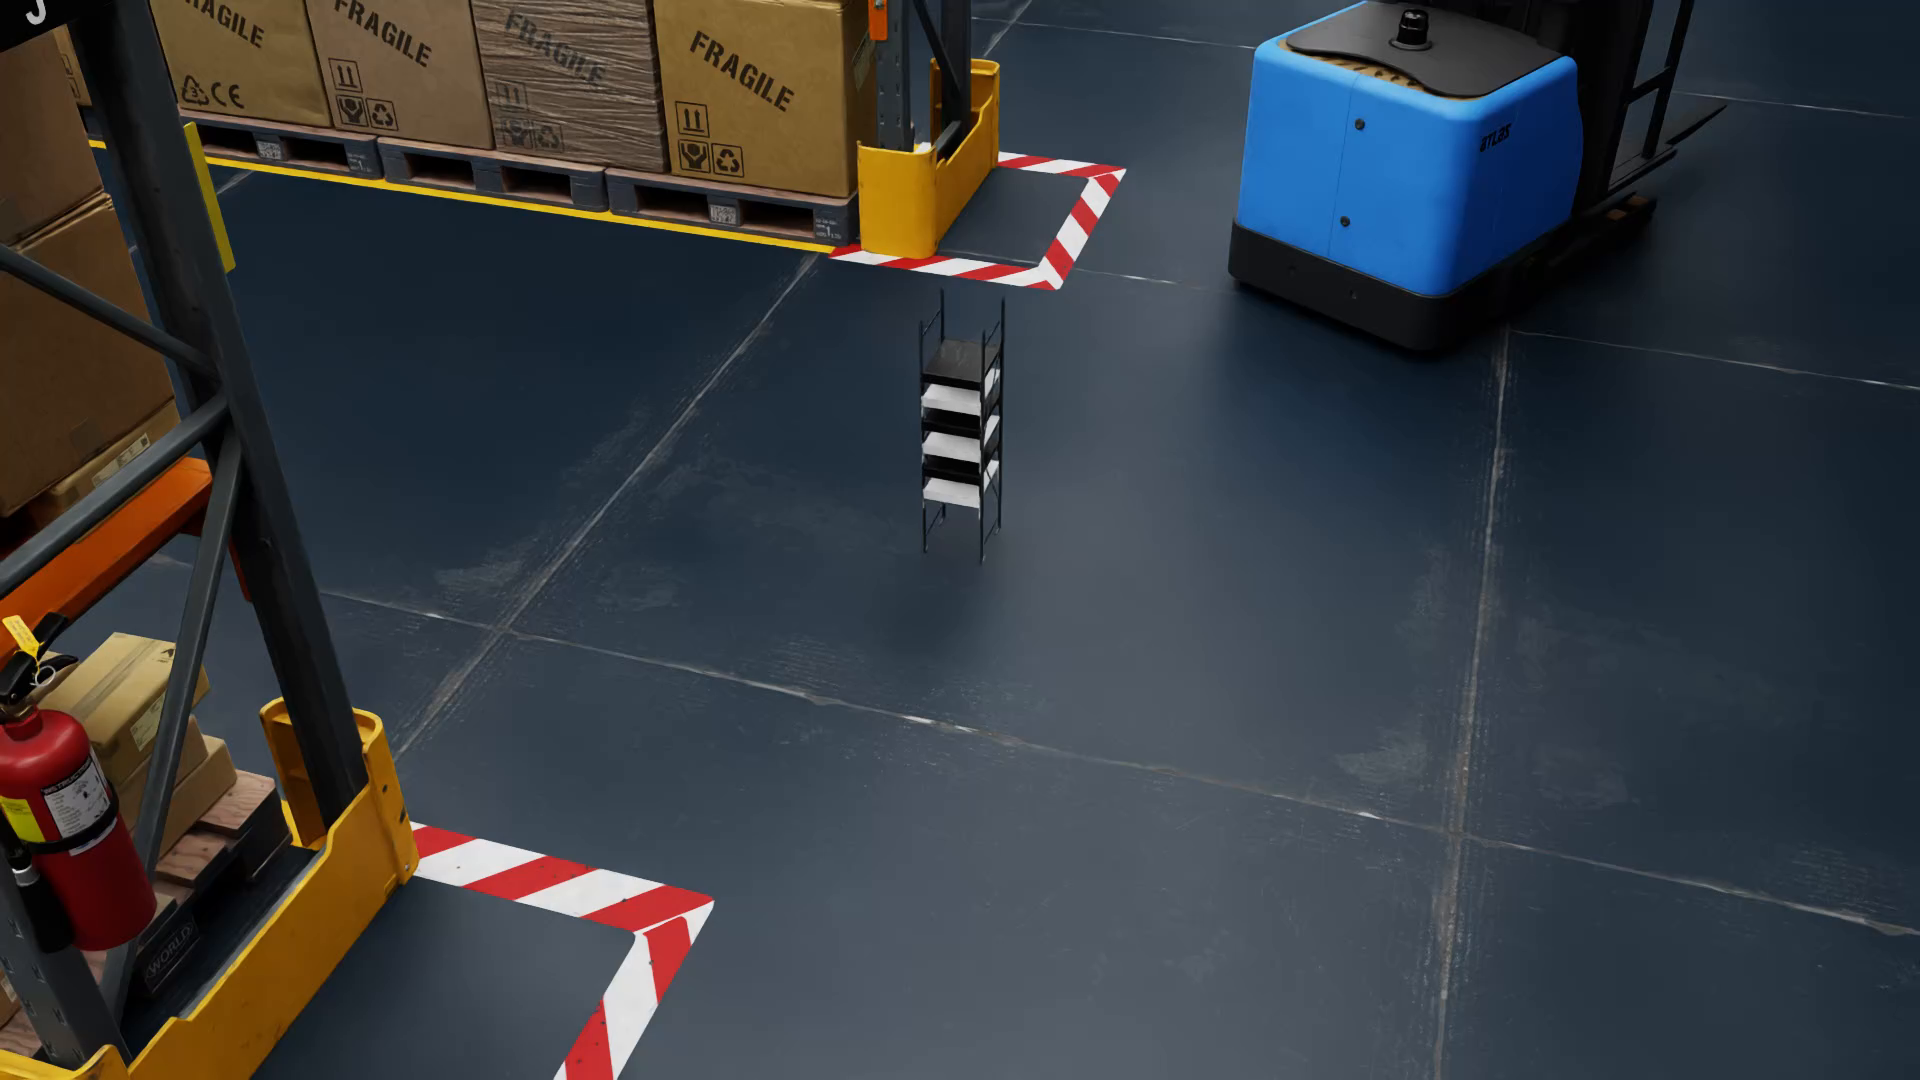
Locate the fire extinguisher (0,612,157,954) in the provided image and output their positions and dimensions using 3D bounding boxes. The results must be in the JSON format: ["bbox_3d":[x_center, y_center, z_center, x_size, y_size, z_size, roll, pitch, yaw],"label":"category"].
[{"bbox_3d":[-1.625,0.454,2.983,0.183,0.674,0.296,10,38,14],"label":"fire extinguisher"}]

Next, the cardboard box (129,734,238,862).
[{"bbox_3d":[-2.133,0.672,4.357,0.250,0.149,0.380,11,38,15],"label":"cardboard box"}]

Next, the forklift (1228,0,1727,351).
[{"bbox_3d":[2.557,-2.708,6.957,1.130,2.935,3.031,30,46,35],"label":"forklift"}]

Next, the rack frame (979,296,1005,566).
[{"bbox_3d":[0.105,-0.343,5.457,0.006,0.900,0.240,10,38,14],"label":"rack frame"}]

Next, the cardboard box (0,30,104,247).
[{"bbox_3d":[-2.078,-0.826,3.163,0.500,0.500,0.500,10,38,14],"label":"cardboard box"}]

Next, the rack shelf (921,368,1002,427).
[{"bbox_3d":[0.008,-0.479,5.394,0.200,0.077,0.258,10,38,14],"label":"rack shelf"}]

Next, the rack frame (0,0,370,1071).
[{"bbox_3d":[-1.728,-0.033,3.265,0.127,3.000,1.000,10,38,14],"label":"rack frame"}]

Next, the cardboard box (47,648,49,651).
[{"bbox_3d":[-2.628,0.323,4.329,0.250,0.149,0.380,10,38,14],"label":"cardboard box"}]

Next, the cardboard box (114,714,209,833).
[{"bbox_3d":[-2.152,0.588,4.220,0.250,0.149,0.380,12,38,16],"label":"cardboard box"}]

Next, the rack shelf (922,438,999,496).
[{"bbox_3d":[0.008,-0.262,5.554,0.200,0.077,0.258,10,38,14],"label":"rack shelf"}]

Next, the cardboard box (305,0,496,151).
[{"bbox_3d":[-2.506,-2.521,8.083,0.875,0.875,0.875,10,38,14],"label":"cardboard box"}]

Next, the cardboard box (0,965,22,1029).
[{"bbox_3d":[-2.293,0.971,3.952,0.250,0.149,0.380,11,38,15],"label":"cardboard box"}]

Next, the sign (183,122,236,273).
[{"bbox_3d":[-1.567,-0.689,3.425,0.005,0.325,0.100,10,38,14],"label":"sign"}]

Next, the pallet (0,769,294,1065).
[{"bbox_3d":[-2.566,0.913,4.332,1.213,0.211,1.003,10,38,14],"label":"pallet"}]

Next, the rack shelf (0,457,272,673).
[{"bbox_3d":[-3.637,-0.097,3.958,4.000,0.370,1.077,10,38,14],"label":"rack shelf"}]

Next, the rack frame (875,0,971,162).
[{"bbox_3d":[-0.153,-2.822,7.054,0.127,3.000,1.000,10,38,14],"label":"rack frame"}]

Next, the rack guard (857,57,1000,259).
[{"bbox_3d":[-0.130,-1.811,7.789,0.348,0.500,1.175,10,38,14],"label":"rack guard"}]

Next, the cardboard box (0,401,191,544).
[{"bbox_3d":[-1.940,-0.175,3.669,0.250,0.149,0.380,10,38,14],"label":"cardboard box"}]

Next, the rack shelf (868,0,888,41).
[{"bbox_3d":[-2.062,-2.886,7.747,4.000,0.370,1.077,10,38,14],"label":"rack shelf"}]

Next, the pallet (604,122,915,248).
[{"bbox_3d":[-0.939,-1.796,8.012,1.213,0.211,1.003,10,38,14],"label":"pallet"}]

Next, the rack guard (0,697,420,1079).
[{"bbox_3d":[-1.801,0.960,4.024,0.348,0.500,1.175,10,38,14],"label":"rack guard"}]

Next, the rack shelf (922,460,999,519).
[{"bbox_3d":[0.008,-0.189,5.608,0.200,0.077,0.258,10,38,14],"label":"rack shelf"}]

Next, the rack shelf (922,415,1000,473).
[{"bbox_3d":[0.008,-0.334,5.501,0.200,0.077,0.258,10,38,14],"label":"rack shelf"}]

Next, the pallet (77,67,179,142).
[{"bbox_3d":[-4.730,-2.500,8.968,1.213,0.211,1.003,10,38,14],"label":"pallet"}]

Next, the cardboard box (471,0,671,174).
[{"bbox_3d":[-1.656,-2.364,7.870,0.875,0.875,0.875,10,38,14],"label":"cardboard box"}]

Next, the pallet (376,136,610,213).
[{"bbox_3d":[-2.100,-2.013,8.306,1.213,0.211,1.003,10,38,14],"label":"pallet"}]

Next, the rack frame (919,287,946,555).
[{"bbox_3d":[-0.089,-0.379,5.506,0.006,0.900,0.240,10,38,14],"label":"rack frame"}]

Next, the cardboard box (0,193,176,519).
[{"bbox_3d":[-2.074,-0.429,3.467,0.500,0.500,0.500,12,38,16],"label":"cardboard box"}]

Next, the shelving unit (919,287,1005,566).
[{"bbox_3d":[0.008,-0.361,5.481,0.210,0.900,0.258,10,38,14],"label":"shelving unit"}]

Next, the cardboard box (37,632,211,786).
[{"bbox_3d":[-2.127,0.421,4.196,0.250,0.149,0.380,9,37,12],"label":"cardboard box"}]

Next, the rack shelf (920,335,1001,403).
[{"bbox_3d":[0.008,-0.552,5.341,0.200,0.077,0.258,10,38,14],"label":"rack shelf"}]

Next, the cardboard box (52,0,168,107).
[{"bbox_3d":[-4.588,-2.944,8.658,0.875,0.875,1.225,11,38,14],"label":"cardboard box"}]

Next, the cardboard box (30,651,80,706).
[{"bbox_3d":[-2.426,0.441,4.170,0.250,0.149,0.380,11,38,15],"label":"cardboard box"}]

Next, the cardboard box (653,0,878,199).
[{"bbox_3d":[-0.787,-2.203,7.651,0.875,0.875,0.875,10,38,14],"label":"cardboard box"}]

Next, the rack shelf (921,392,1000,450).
[{"bbox_3d":[0.008,-0.407,5.448,0.200,0.077,0.258,10,38,14],"label":"rack shelf"}]

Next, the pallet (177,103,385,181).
[{"bbox_3d":[-3.268,-2.227,8.598,1.213,0.211,1.003,10,38,14],"label":"pallet"}]

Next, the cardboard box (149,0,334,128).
[{"bbox_3d":[-3.365,-2.680,8.299,0.875,0.875,0.875,10,38,14],"label":"cardboard box"}]

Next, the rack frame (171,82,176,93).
[{"bbox_3d":[-3.971,-3.529,8.014,0.127,3.000,1.000,10,38,14],"label":"rack frame"}]
